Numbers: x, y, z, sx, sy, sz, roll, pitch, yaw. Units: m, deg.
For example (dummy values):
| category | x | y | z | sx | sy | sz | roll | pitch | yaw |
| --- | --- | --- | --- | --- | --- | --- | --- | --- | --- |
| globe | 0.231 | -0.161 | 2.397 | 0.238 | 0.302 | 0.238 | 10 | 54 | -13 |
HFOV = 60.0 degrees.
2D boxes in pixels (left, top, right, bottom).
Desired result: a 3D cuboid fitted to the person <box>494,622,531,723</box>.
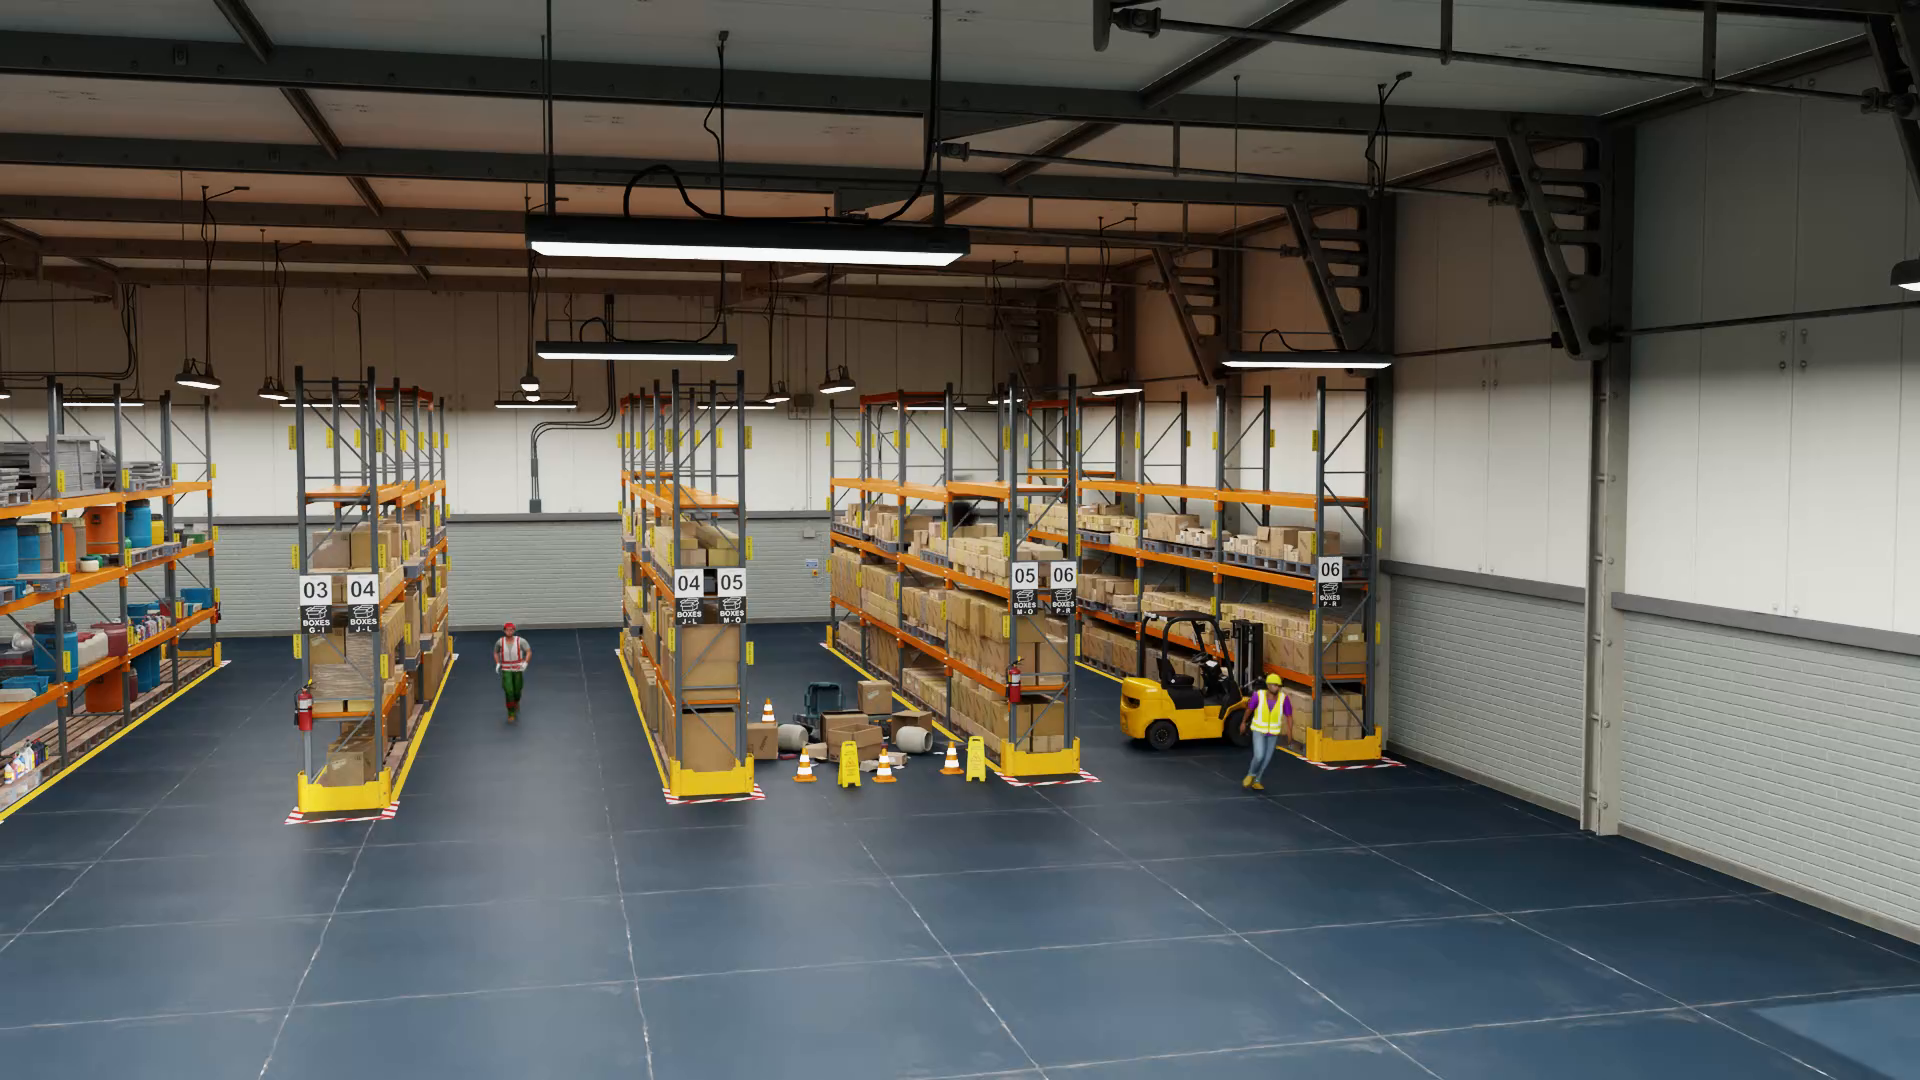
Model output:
| category | x | y | z | sx | sy | sz | roll | pitch | yaw |
| --- | --- | --- | --- | --- | --- | --- | --- | --- | --- |
| person | -8.017 | 2.347 | 29.819 | 0.662 | 1.791 | 0.779 | 0 | 3 | -8 |

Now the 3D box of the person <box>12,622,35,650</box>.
| category | x | y | z | sx | sy | sz | roll | pitch | yaw |
| --- | --- | --- | --- | --- | --- | --- | --- | --- | --- |
| person | -17.706 | 2.388 | 31.492 | 0.458 | 1.506 | 0.788 | -1 | 4 | -21 |

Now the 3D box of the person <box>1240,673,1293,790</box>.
| category | x | y | z | sx | sy | sz | roll | pitch | yaw |
| --- | --- | --- | --- | --- | --- | --- | --- | --- | --- |
| person | 4.378 | 2.728 | 23.658 | 0.668 | 1.704 | 0.715 | 0 | 3 | -7 |
